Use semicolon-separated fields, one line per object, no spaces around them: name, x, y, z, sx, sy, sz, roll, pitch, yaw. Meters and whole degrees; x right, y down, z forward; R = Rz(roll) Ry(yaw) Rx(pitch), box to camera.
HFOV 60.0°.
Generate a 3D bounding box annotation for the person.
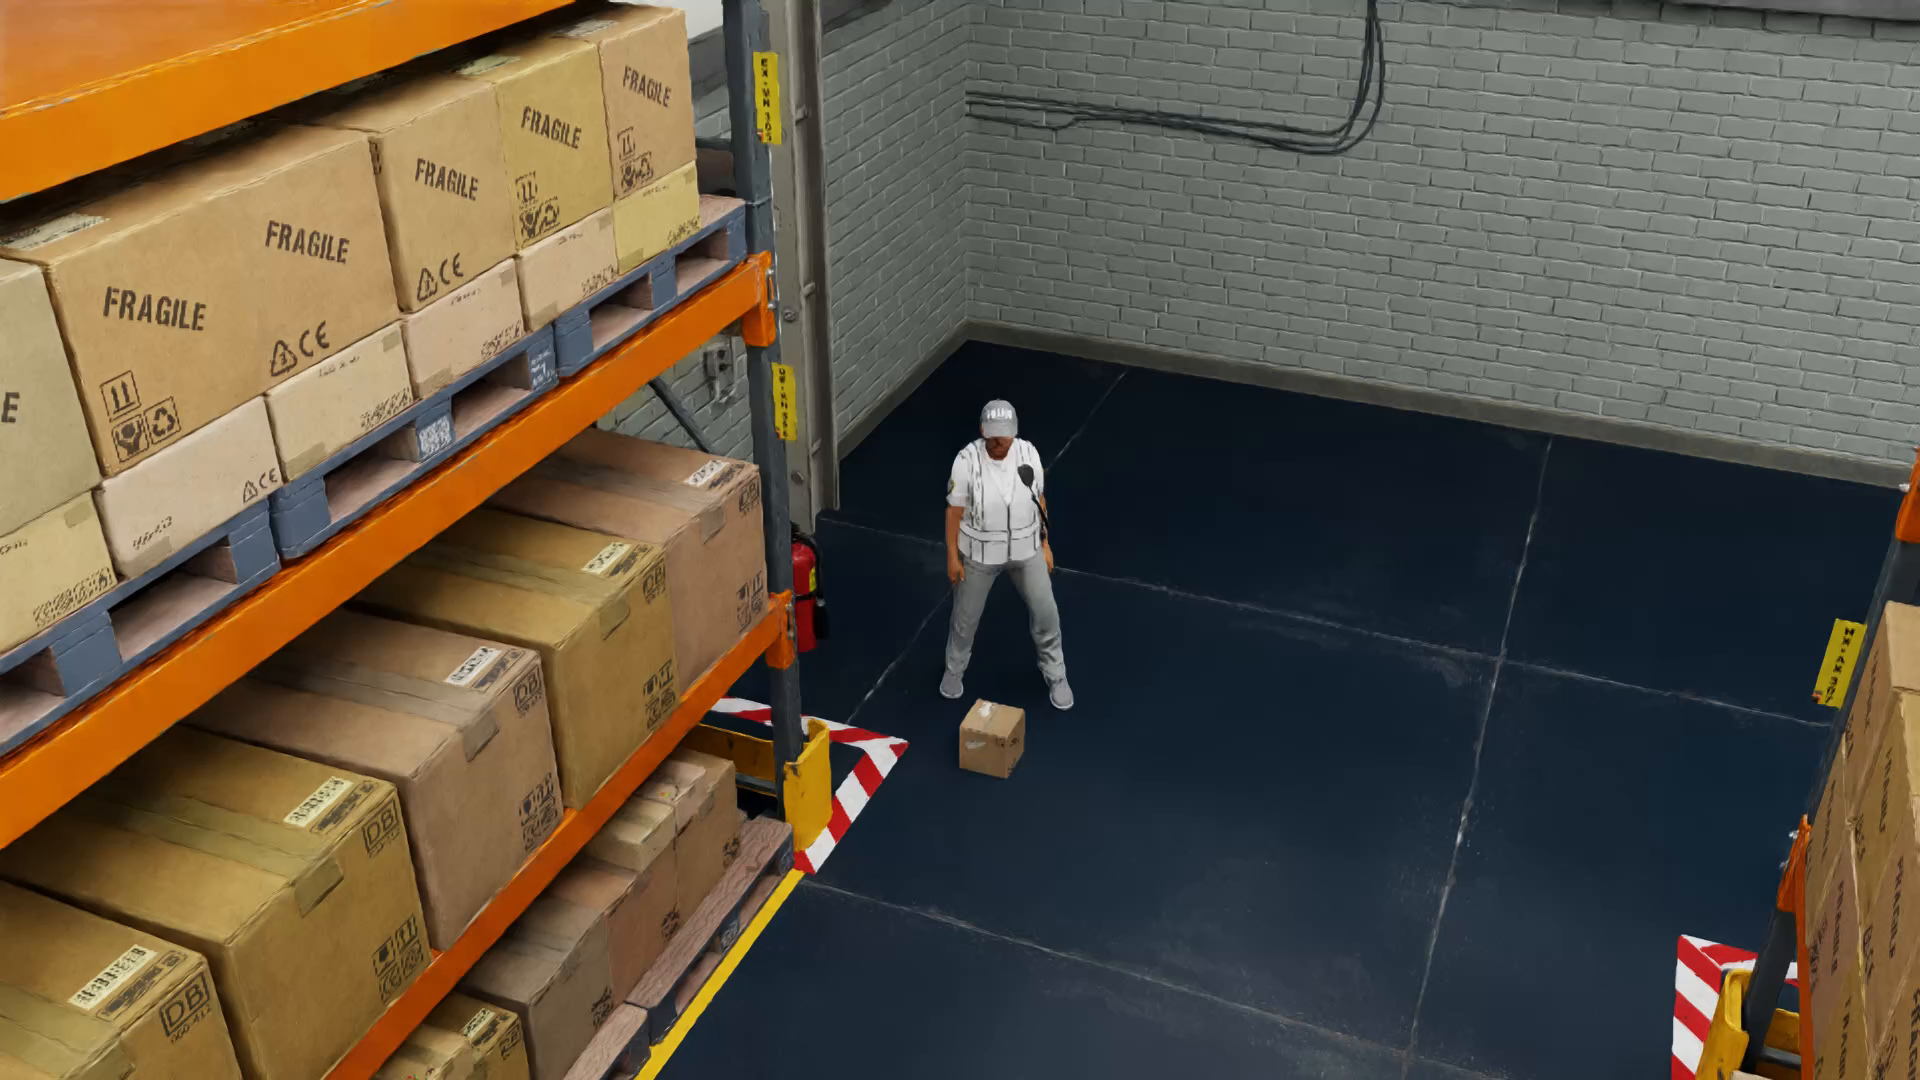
person;0.225;0.062;8.251;0.651;1.657;0.529;-8;31;-14
